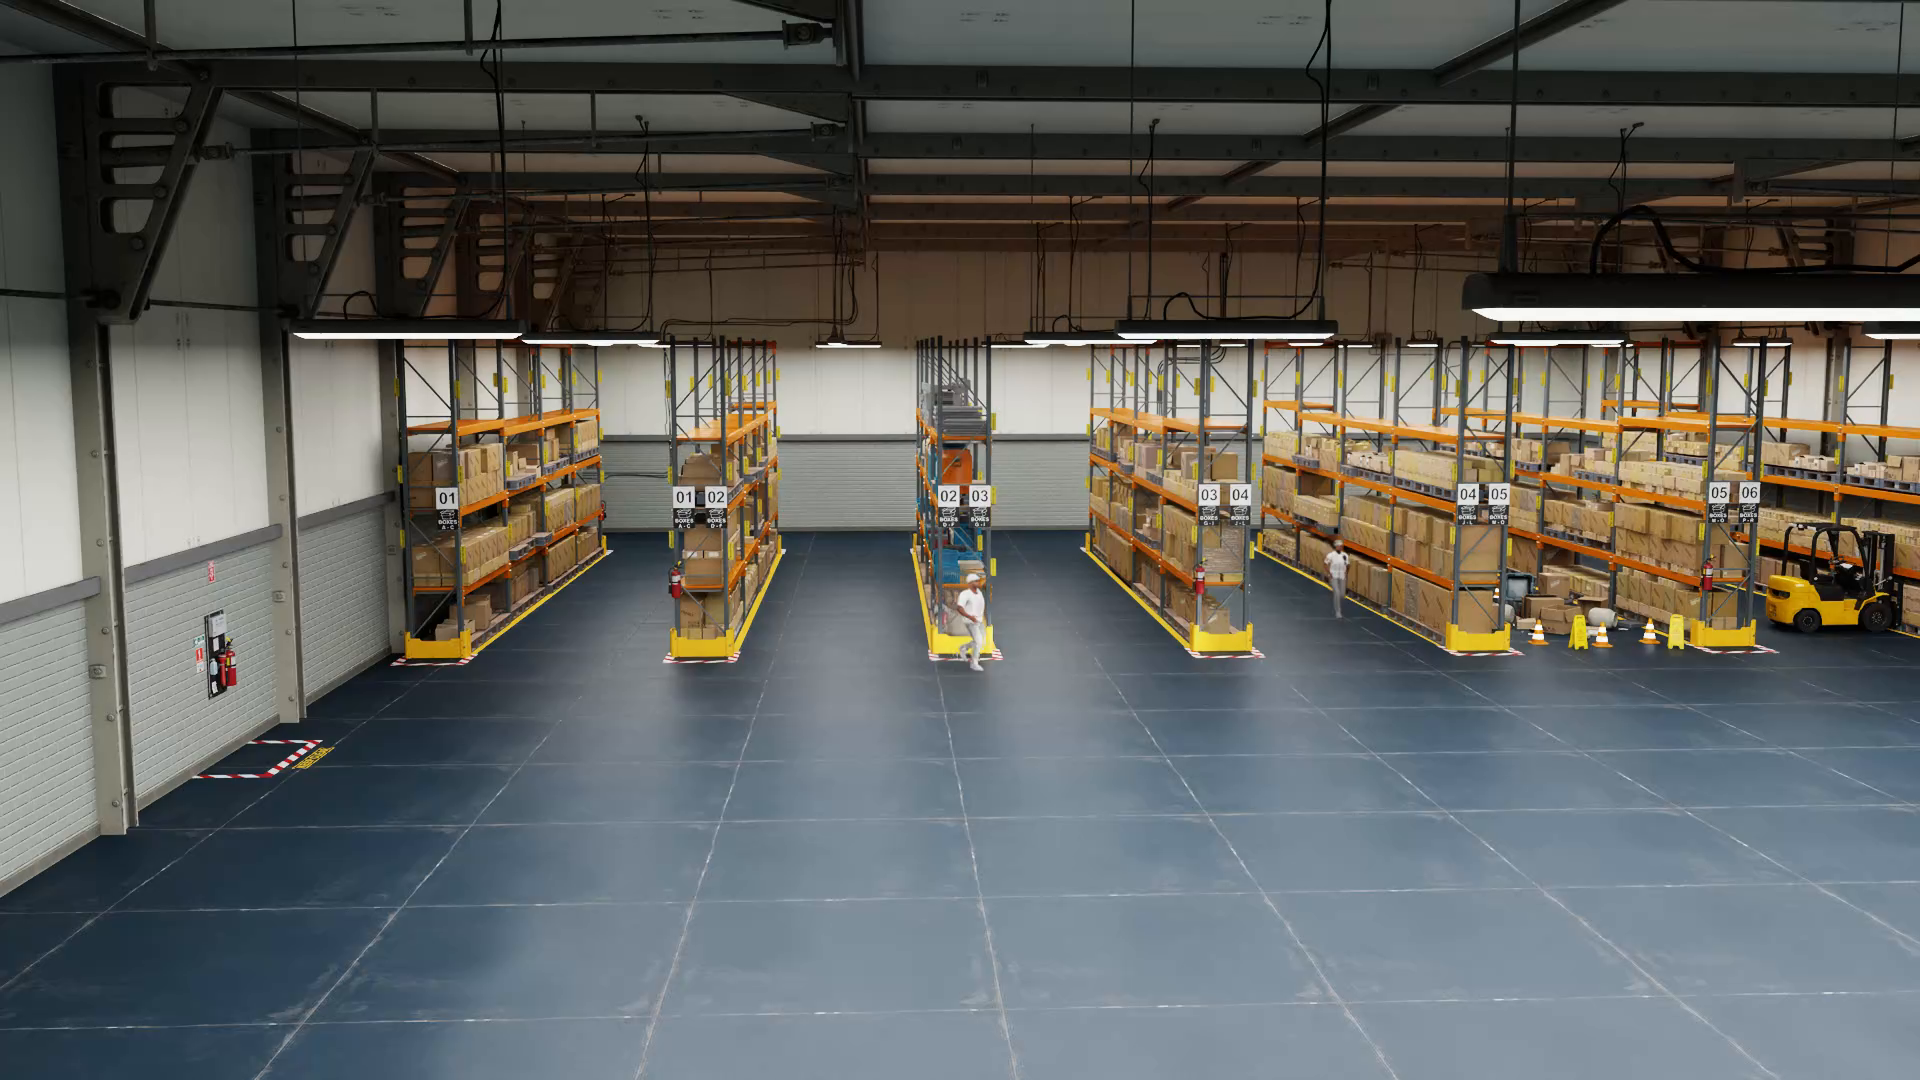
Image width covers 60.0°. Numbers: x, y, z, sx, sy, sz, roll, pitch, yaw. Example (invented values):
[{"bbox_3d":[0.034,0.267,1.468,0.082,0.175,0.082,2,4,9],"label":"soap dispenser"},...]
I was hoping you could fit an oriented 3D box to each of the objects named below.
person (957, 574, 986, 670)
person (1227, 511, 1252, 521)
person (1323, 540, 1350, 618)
[{"bbox_3d":[0.202,1.472,30.055,0.621,1.744,0.756,4,8,32],"label":"person"},{"bbox_3d":[7.572,-0.294,45.257,0.733,1.834,0.984,0,6,1],"label":"person"},{"bbox_3d":[8.154,0.820,36.006,0.587,1.675,0.660,0,7,-4],"label":"person"}]
